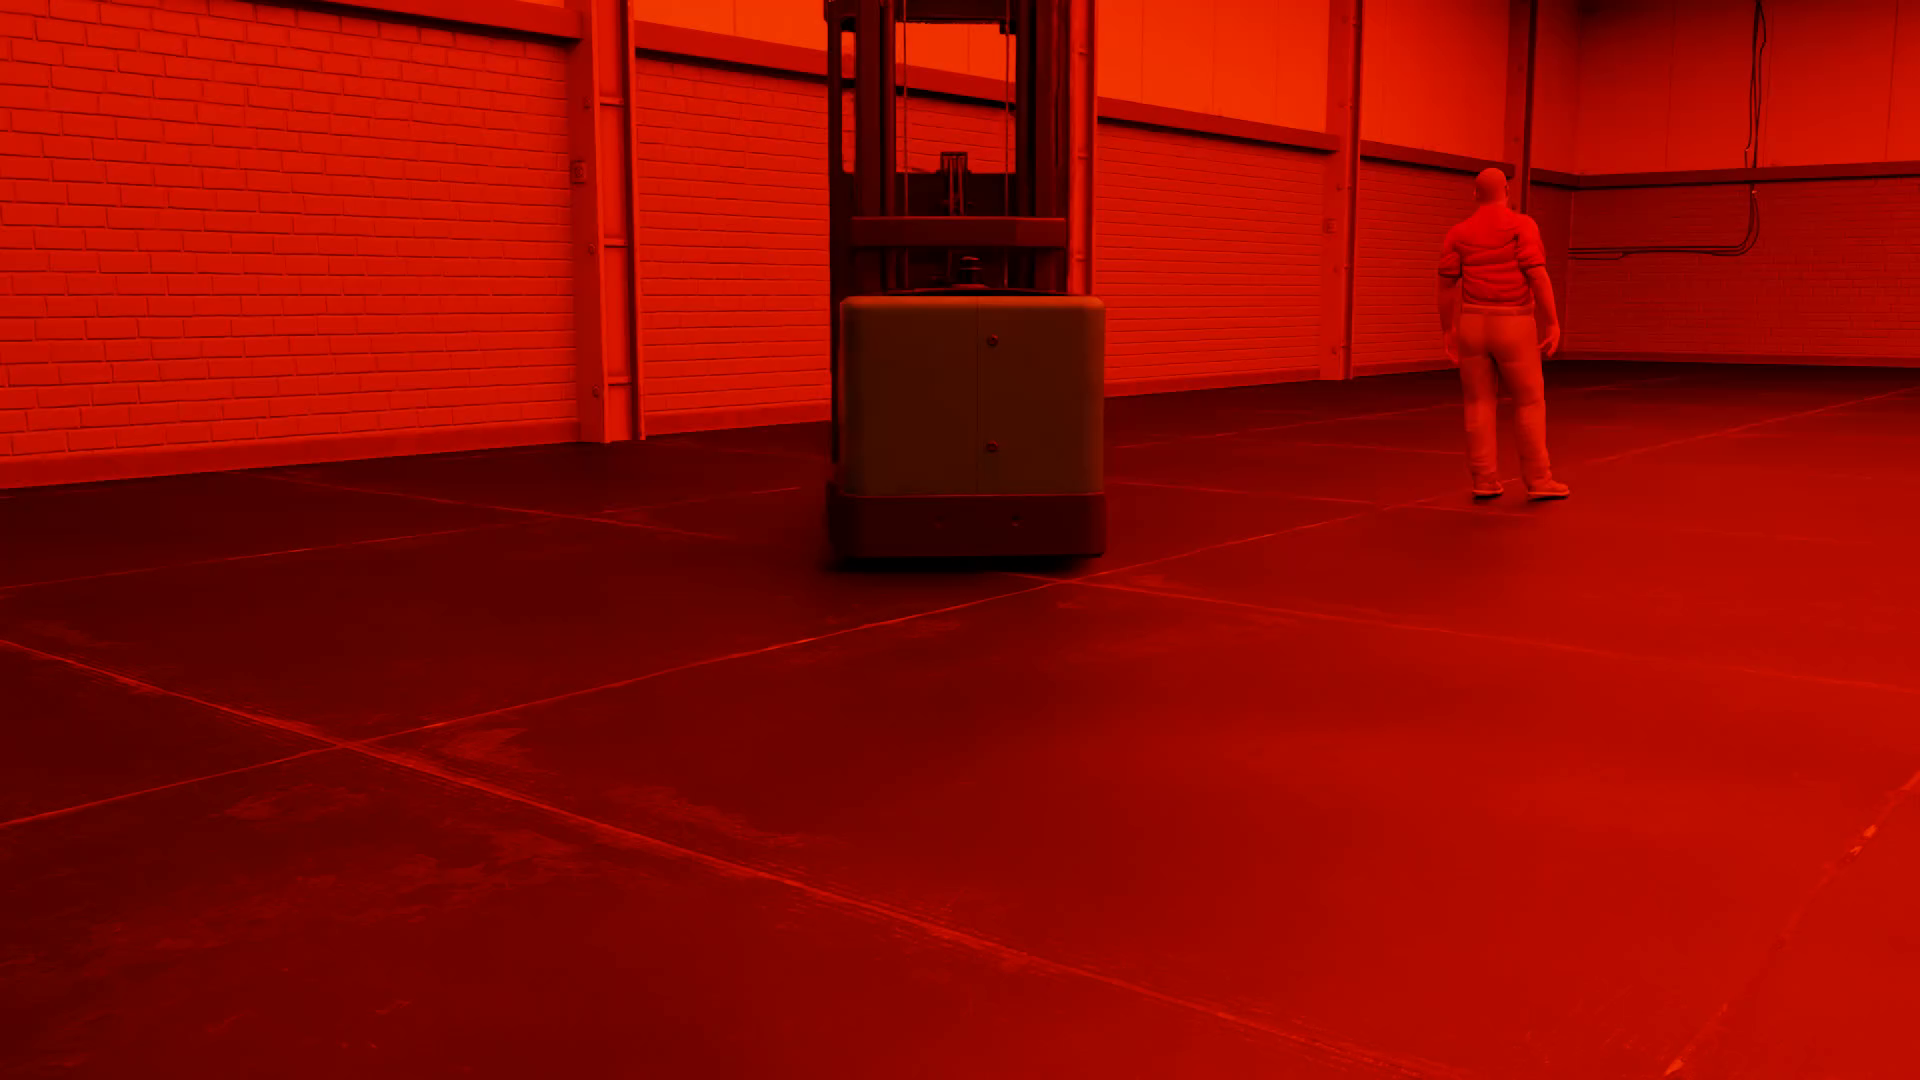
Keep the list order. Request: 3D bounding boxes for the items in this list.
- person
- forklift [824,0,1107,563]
[{"bbox_3d":[2.901,-1.093,8.864,0.640,1.724,0.551,7,11,39],"label":"person"},{"bbox_3d":[-0.074,-1.534,7.764,1.130,2.935,3.031,-1,8,-5],"label":"forklift"}]
